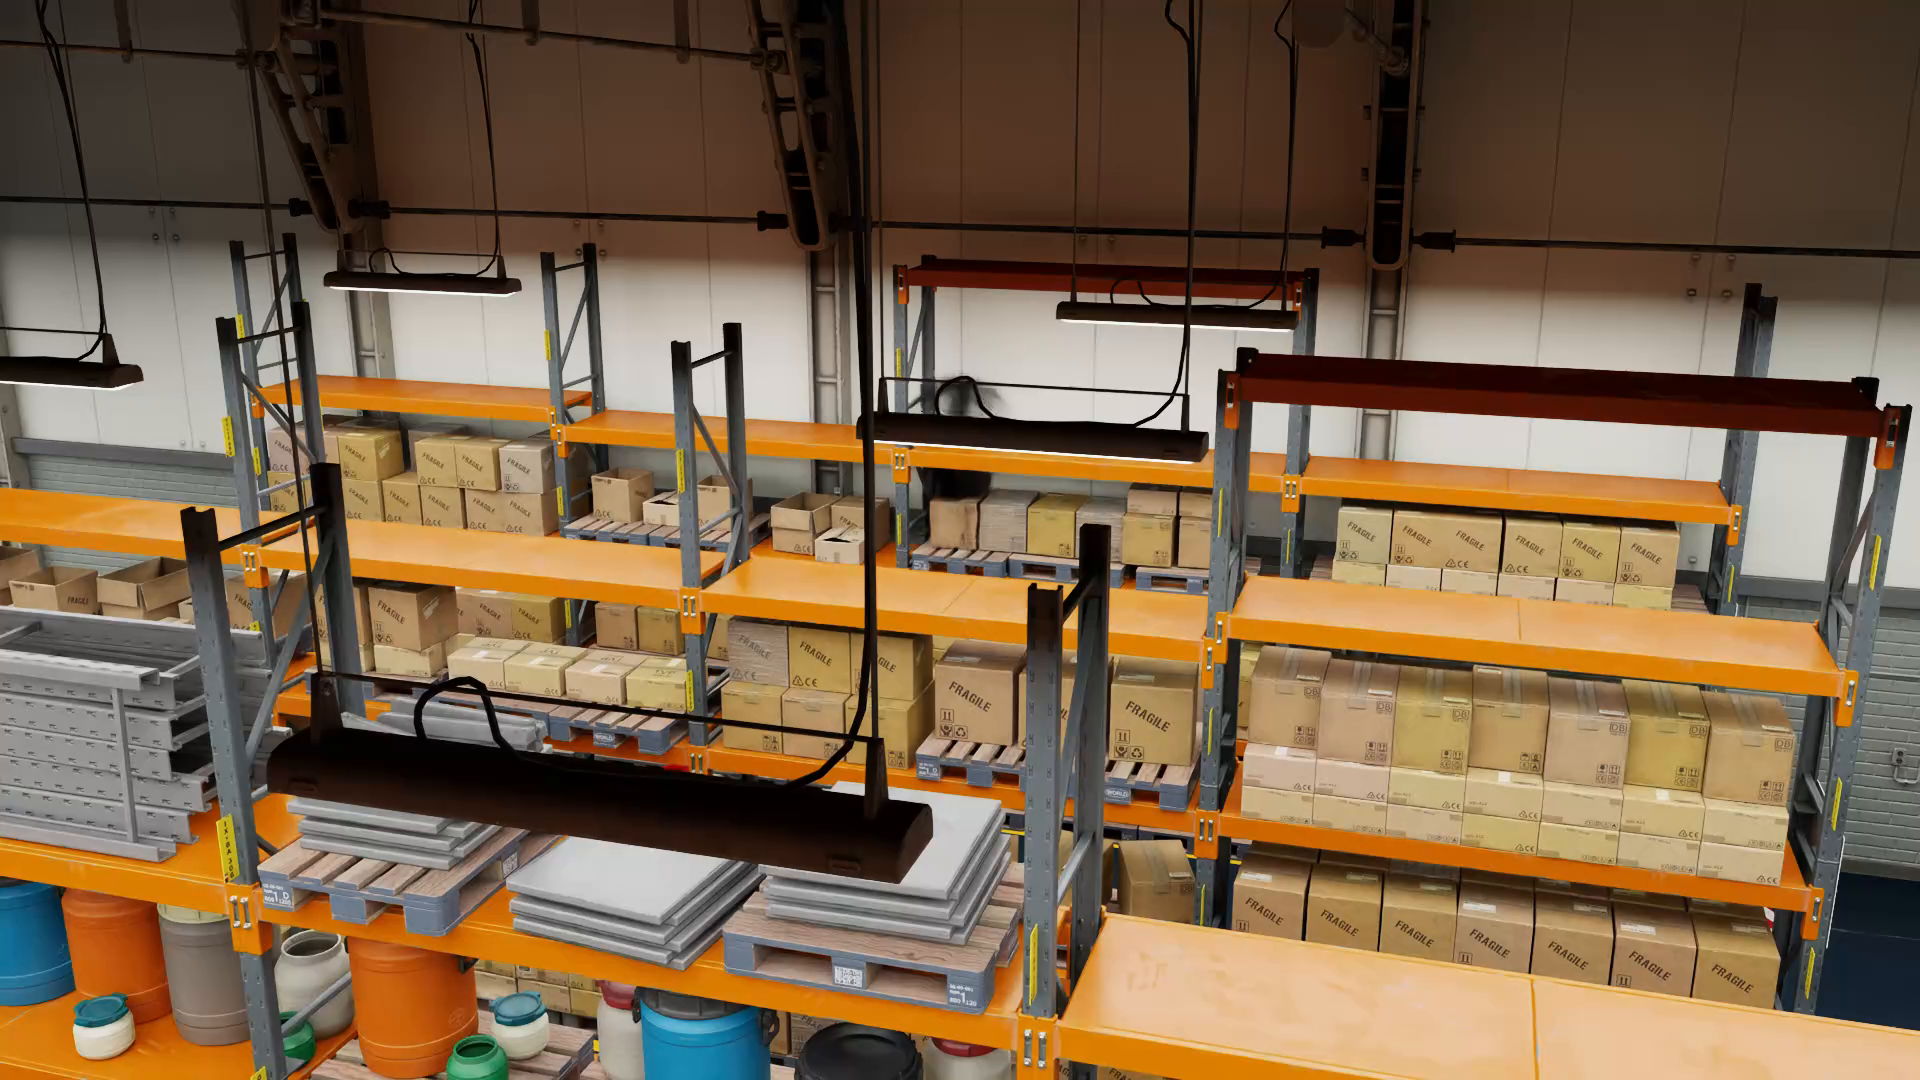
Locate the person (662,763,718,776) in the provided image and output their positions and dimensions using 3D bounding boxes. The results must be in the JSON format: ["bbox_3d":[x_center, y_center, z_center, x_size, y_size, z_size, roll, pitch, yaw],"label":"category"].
[{"bbox_3d":[-2.329,2.872,15.916,1.121,1.607,0.679,8,18,25],"label":"person"}]
